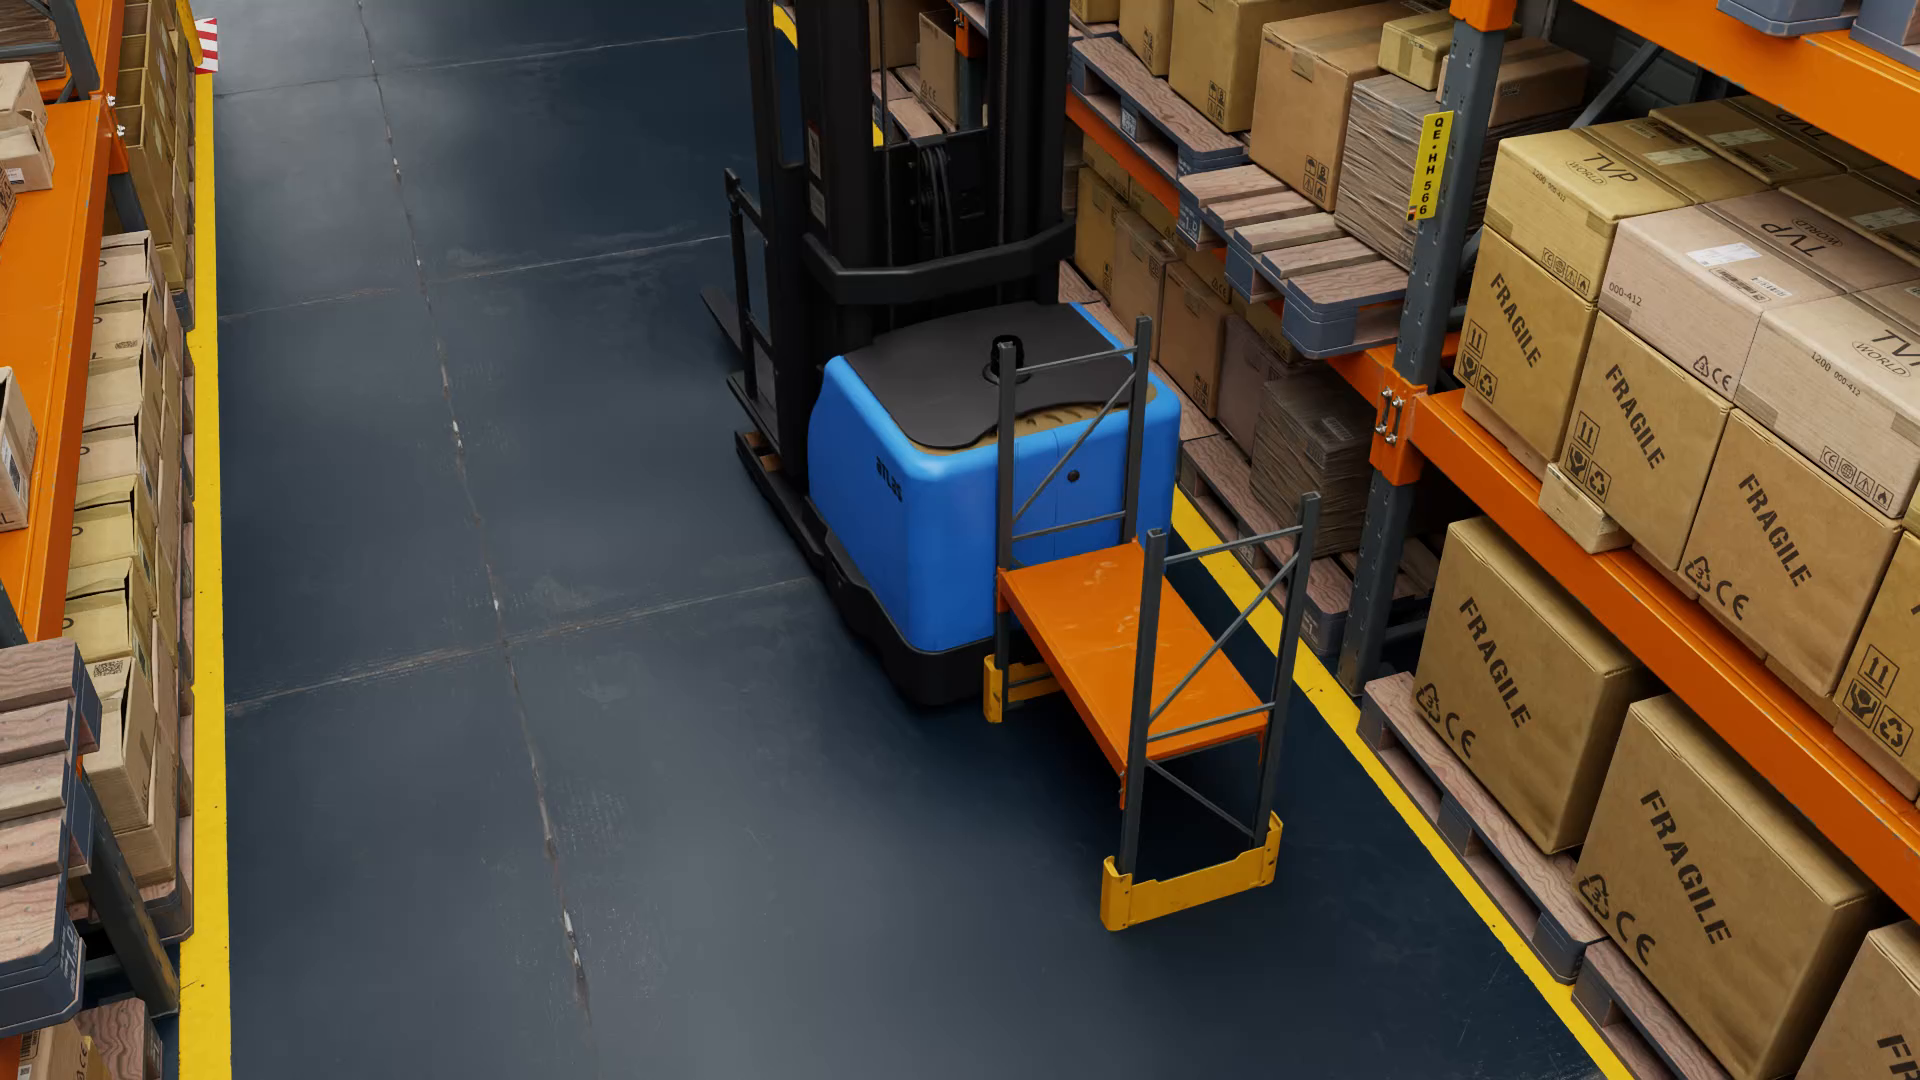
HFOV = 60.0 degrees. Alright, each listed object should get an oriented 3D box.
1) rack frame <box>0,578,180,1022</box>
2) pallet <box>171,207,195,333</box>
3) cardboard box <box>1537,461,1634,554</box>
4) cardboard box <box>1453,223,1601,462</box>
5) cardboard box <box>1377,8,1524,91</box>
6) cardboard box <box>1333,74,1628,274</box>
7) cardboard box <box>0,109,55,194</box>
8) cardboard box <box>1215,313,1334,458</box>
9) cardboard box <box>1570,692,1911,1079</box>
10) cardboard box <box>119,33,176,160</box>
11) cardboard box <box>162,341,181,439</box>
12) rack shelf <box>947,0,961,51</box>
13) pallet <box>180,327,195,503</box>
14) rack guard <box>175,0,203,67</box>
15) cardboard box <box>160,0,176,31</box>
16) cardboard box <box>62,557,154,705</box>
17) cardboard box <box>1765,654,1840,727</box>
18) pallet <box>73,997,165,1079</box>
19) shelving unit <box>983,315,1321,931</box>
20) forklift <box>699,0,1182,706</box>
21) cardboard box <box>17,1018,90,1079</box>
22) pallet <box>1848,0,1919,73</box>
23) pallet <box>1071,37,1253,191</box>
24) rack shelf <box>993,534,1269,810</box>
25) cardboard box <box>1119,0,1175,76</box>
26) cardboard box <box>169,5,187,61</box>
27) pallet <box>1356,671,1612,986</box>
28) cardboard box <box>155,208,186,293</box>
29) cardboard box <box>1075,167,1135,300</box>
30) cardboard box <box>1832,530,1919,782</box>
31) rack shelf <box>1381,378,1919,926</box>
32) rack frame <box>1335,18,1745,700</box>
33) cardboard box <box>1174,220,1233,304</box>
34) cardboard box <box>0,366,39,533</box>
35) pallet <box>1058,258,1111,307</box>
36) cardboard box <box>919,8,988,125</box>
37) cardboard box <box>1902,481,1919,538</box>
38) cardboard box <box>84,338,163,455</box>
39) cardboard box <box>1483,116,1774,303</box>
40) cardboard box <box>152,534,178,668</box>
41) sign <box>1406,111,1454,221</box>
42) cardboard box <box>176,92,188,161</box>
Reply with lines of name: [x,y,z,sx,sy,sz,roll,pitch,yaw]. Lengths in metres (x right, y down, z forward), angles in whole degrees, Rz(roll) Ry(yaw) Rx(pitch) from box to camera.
rack frame: [-2.789,0.267,3.902,1.000,3.000,0.127,-12,39,-16]
pallet: [-4.400,-1.337,8.349,1.003,0.211,1.213,-12,39,-16]
cardboard box: [1.847,-0.122,4.612,0.380,0.149,0.250,-11,38,-15]
cardboard box: [1.788,-0.600,4.706,0.500,0.500,0.500,-11,38,-15]
cardboard box: [1.590,-1.603,5.397,0.380,0.149,0.250,-19,41,-23]
cardboard box: [1.690,-1.240,5.454,0.700,0.500,0.500,-17,40,-21]
cardboard box: [-3.690,-1.480,6.333,0.396,0.266,0.258,-13,39,-17]
cardboard box: [1.496,-0.649,6.830,0.700,0.500,0.500,-13,39,-16]
cardboard box: [2.286,0.869,4.541,0.750,0.750,0.750,-13,39,-16]
cardboard box: [-4.375,-2.253,8.561,0.500,0.500,0.500,-12,39,-16]
cardboard box: [-3.578,-0.601,6.992,0.500,0.250,0.500,-13,39,-17]
rack shelf: [-0.204,-3.863,9.983,1.077,0.370,4.000,-12,39,-16]
pallet: [-3.875,-0.470,7.199,1.003,0.211,1.213,-12,39,-16]
rack guard: [-5.550,-3.267,10.672,1.175,0.500,0.348,-12,39,-16]
cardboard box: [-5.078,-3.380,10.057,0.500,0.500,0.500,-12,39,-16]
cardboard box: [-2.882,0.322,5.299,0.500,0.311,0.500,-13,39,-17]
cardboard box: [2.226,0.287,4.068,0.380,0.149,0.250,-12,39,-15]
pallet: [-2.567,1.811,4.171,1.003,0.211,1.213,-12,39,-16]
shelving unit: [0.543,0.250,5.172,0.587,1.500,1.083,-13,39,-16]
forklift: [-0.310,-1.467,6.261,1.130,2.935,3.031,-16,40,-20]
cardboard box: [-2.223,1.301,3.618,0.500,0.250,0.500,-11,38,-14]
pallet: [2.520,-0.899,3.115,1.003,0.211,1.213,-11,38,-14]
pallet: [1.141,-1.794,6.798,1.003,0.211,1.213,-12,39,-16]
rack shelf: [0.539,0.388,5.287,0.538,0.185,1.000,-13,39,-16]
cardboard box: [1.069,-2.259,6.807,0.700,0.500,0.500,-7,38,-10]
cardboard box: [-5.080,-3.080,10.282,0.500,0.250,0.500,-12,39,-16]
pallet: [2.062,0.814,5.493,1.003,0.211,1.213,-12,39,-16]
cardboard box: [-4.040,-1.387,8.034,0.500,0.250,0.500,-12,39,-16]
cardboard box: [0.978,-1.504,7.965,0.700,0.500,0.500,-13,39,-17]
cardboard box: [2.316,0.271,3.550,0.500,0.500,0.500,-11,38,-15]
rack shelf: [2.549,0.657,3.983,1.077,0.370,4.000,-12,39,-16]
rack frame: [1.861,-0.760,5.266,1.000,3.000,0.127,-12,39,-16]
cardboard box: [1.245,-1.258,7.015,0.500,0.250,0.500,-13,39,-16]
cardboard box: [-2.915,-0.242,4.653,0.500,0.311,0.500,-13,39,-16]
pallet: [0.754,-1.467,8.522,1.003,0.211,1.213,-12,39,-16]
cardboard box: [0.090,-2.775,9.653,0.500,0.500,0.500,-15,40,-19]
cardboard box: [2.318,-0.045,3.346,0.500,0.250,0.500,-13,39,-17]
cardboard box: [-3.402,-0.541,6.446,0.500,0.311,0.500,-13,39,-16]
cardboard box: [1.785,-0.901,4.482,0.500,0.250,0.500,-12,38,-15]
cardboard box: [-3.052,0.265,5.841,0.500,0.250,0.500,-13,39,-17]
sign: [1.355,-1.074,4.786,0.100,0.325,0.005,-12,39,-16]
cardboard box: [-4.552,-2.235,9.160,0.500,0.250,0.500,-12,39,-16]
